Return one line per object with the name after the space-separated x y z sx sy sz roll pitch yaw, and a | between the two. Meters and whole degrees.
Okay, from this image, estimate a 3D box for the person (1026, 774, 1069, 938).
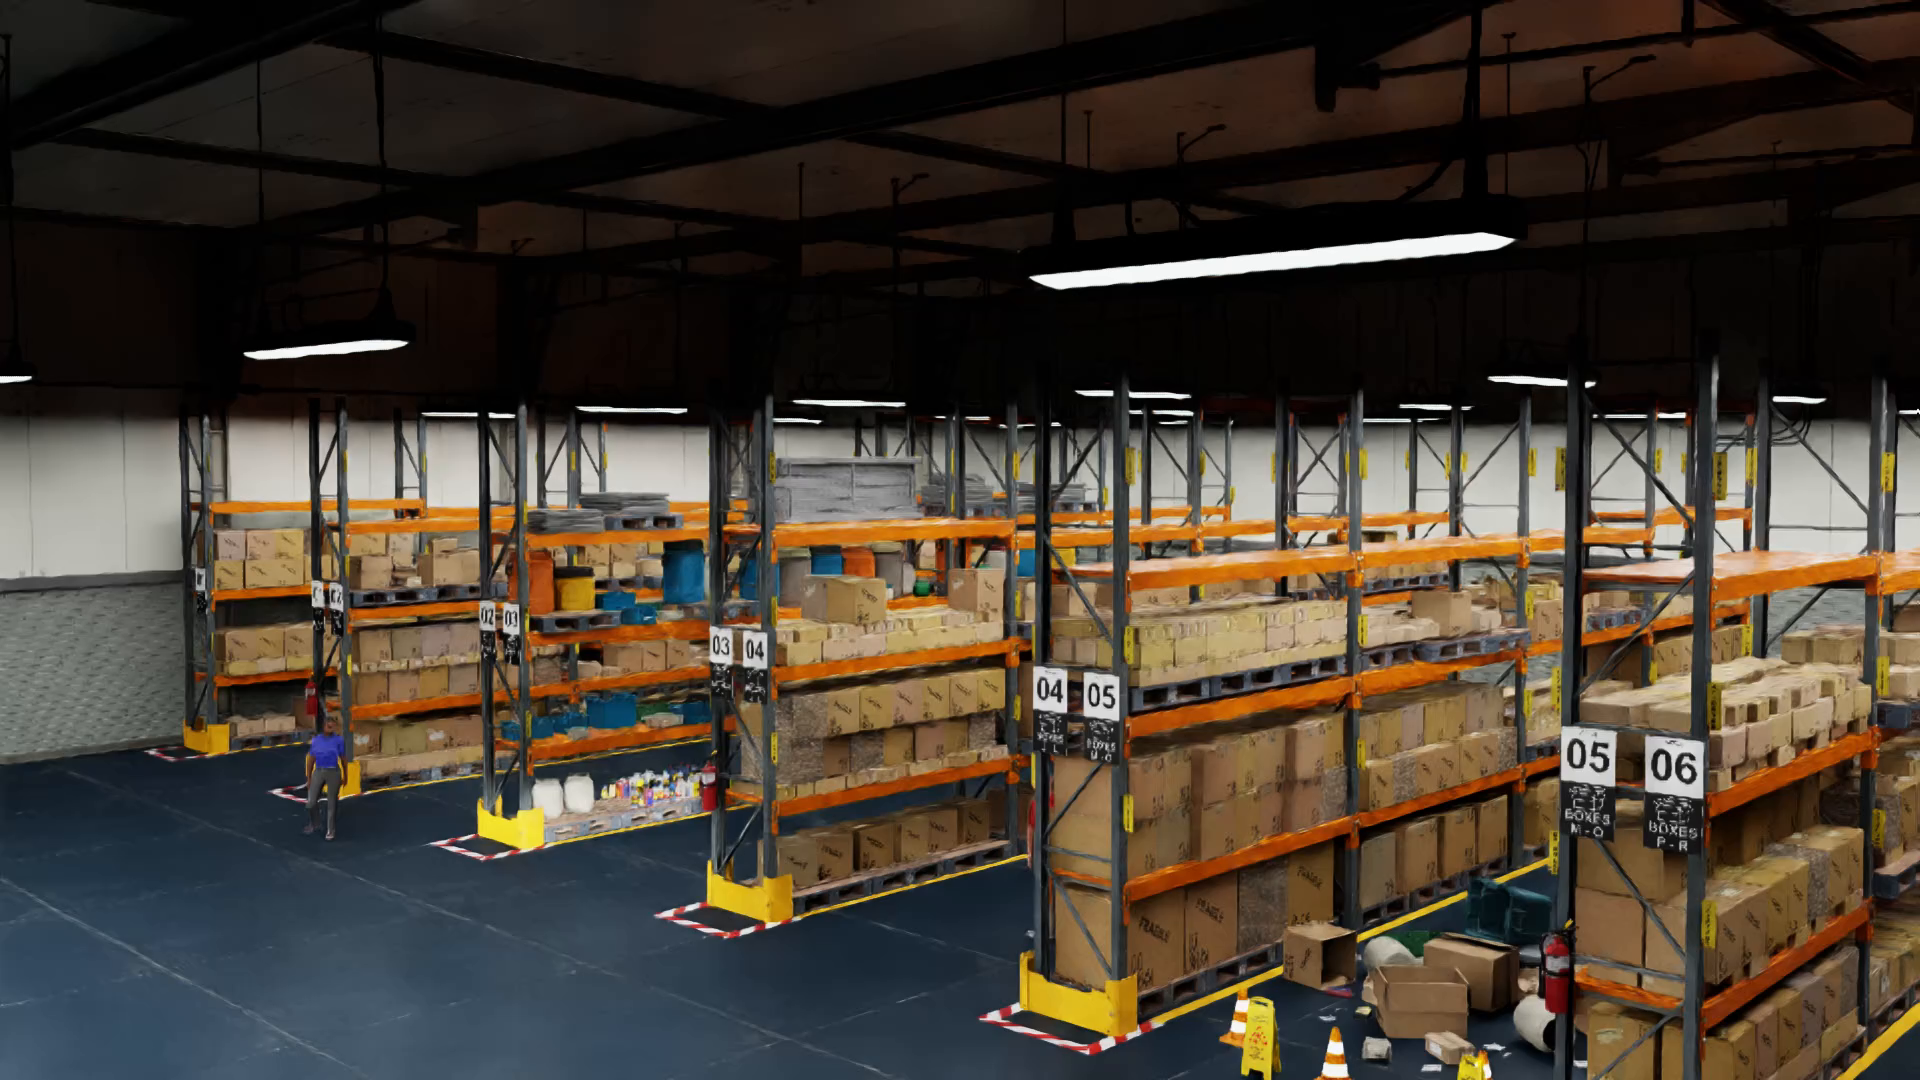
1.002 3.352 17.810 0.655 1.714 0.580 -1 3 -16 | person

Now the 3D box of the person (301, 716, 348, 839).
-8.510 3.165 22.217 0.625 1.637 0.439 -1 3 -12 | person

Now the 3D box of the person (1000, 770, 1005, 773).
0.563 2.906 26.776 0.719 1.714 0.578 3 4 42 | person
